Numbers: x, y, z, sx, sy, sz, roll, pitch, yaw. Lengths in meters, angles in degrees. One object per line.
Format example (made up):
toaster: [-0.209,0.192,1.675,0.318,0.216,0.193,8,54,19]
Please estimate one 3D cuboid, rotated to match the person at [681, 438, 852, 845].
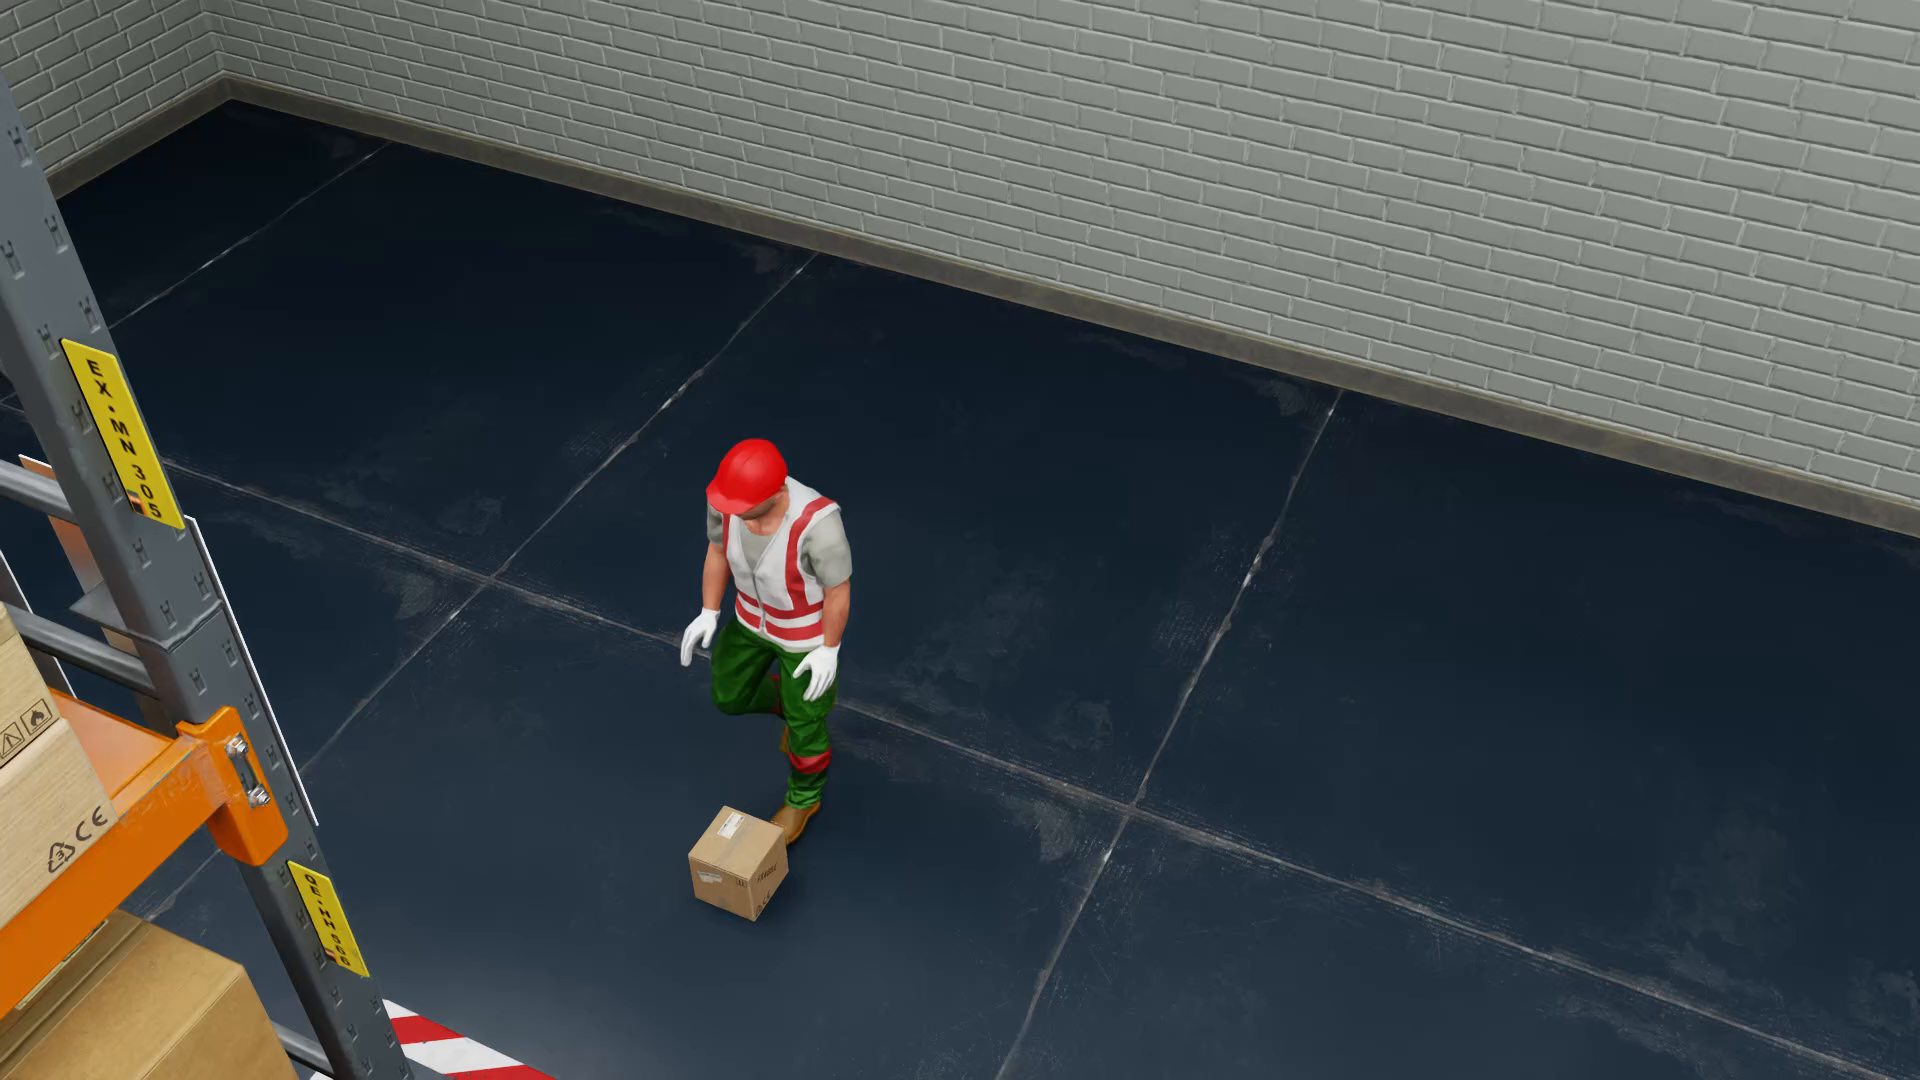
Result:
person: [-0.623,0.315,5.772,0.542,1.778,0.623,23,47,24]
